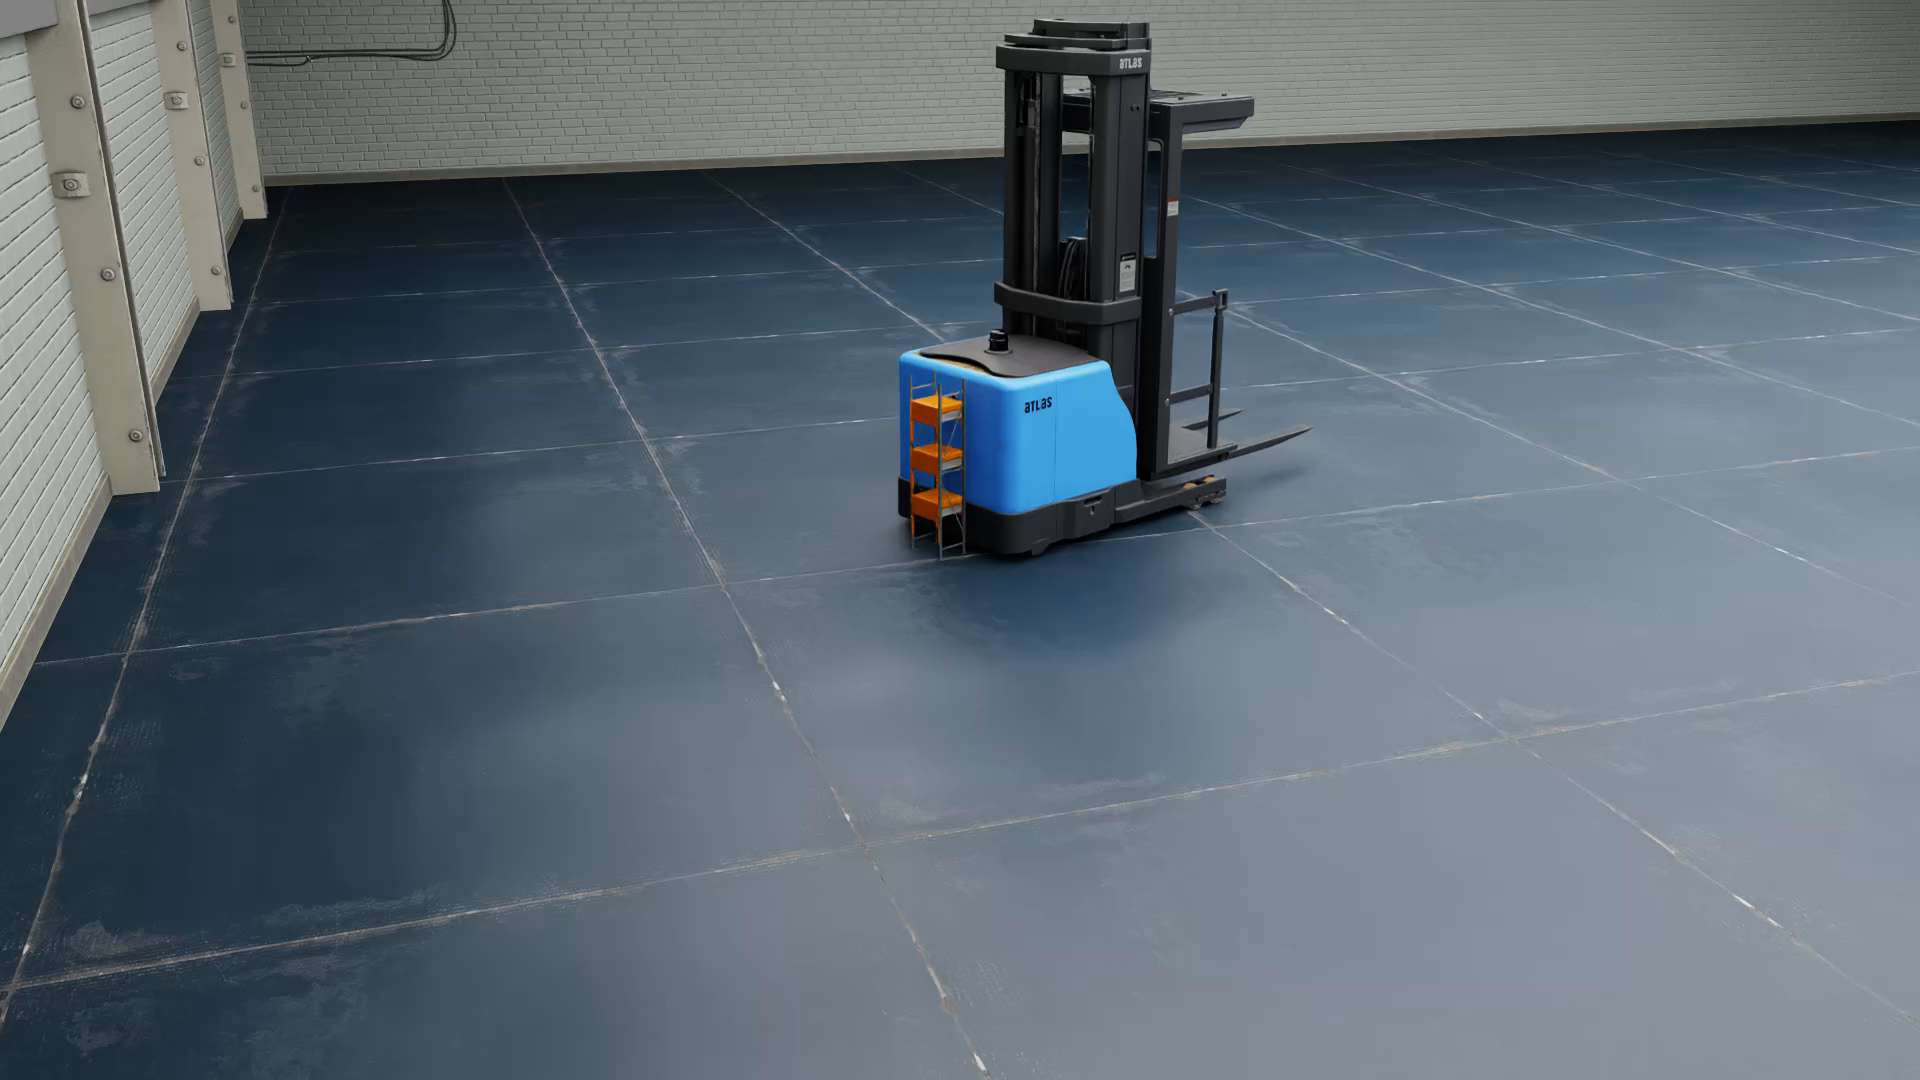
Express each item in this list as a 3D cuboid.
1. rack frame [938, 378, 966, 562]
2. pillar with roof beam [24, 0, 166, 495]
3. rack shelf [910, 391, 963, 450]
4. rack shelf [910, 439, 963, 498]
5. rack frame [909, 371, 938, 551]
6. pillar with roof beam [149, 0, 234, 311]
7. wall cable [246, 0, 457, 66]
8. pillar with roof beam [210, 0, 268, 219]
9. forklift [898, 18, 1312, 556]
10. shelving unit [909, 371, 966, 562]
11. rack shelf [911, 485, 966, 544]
[{"bbox_3d":[-0.044,-0.391,9.451,0.200,1.050,0.008,-17,26,-39],"label":"rack frame"},{"bbox_3d":[-1.325,-5.057,10.682,9.100,9.000,0.400,-6,21,-17],"label":"pillar with roof beam"},{"bbox_3d":[-0.127,-0.678,9.444,0.215,0.259,0.240,-17,26,-39],"label":"rack shelf"},{"bbox_3d":[-0.127,-0.411,9.540,0.215,0.259,0.240,-17,26,-39],"label":"rack shelf"},{"bbox_3d":[-0.209,-0.452,9.621,0.200,1.050,0.008,-17,26,-39],"label":"rack frame"},{"bbox_3d":[-3.210,-6.982,16.043,9.100,9.000,0.400,-6,21,-17],"label":"pillar with roof beam"},{"bbox_3d":[-8.854,-8.075,23.678,3.097,2.526,0.112,-6,21,-17],"label":"wall cable"},{"bbox_3d":[-5.096,-8.907,21.403,9.100,9.000,0.400,-6,21,-17],"label":"pillar with roof beam"},{"bbox_3d":[1.060,-1.687,10.277,3.031,2.935,1.130,-17,26,-39],"label":"forklift"},{"bbox_3d":[-0.127,-0.421,9.536,0.215,1.050,0.252,-17,26,-39],"label":"shelving unit"},{"bbox_3d":[-0.127,-0.150,9.634,0.215,0.259,0.240,-17,26,-39],"label":"rack shelf"}]
